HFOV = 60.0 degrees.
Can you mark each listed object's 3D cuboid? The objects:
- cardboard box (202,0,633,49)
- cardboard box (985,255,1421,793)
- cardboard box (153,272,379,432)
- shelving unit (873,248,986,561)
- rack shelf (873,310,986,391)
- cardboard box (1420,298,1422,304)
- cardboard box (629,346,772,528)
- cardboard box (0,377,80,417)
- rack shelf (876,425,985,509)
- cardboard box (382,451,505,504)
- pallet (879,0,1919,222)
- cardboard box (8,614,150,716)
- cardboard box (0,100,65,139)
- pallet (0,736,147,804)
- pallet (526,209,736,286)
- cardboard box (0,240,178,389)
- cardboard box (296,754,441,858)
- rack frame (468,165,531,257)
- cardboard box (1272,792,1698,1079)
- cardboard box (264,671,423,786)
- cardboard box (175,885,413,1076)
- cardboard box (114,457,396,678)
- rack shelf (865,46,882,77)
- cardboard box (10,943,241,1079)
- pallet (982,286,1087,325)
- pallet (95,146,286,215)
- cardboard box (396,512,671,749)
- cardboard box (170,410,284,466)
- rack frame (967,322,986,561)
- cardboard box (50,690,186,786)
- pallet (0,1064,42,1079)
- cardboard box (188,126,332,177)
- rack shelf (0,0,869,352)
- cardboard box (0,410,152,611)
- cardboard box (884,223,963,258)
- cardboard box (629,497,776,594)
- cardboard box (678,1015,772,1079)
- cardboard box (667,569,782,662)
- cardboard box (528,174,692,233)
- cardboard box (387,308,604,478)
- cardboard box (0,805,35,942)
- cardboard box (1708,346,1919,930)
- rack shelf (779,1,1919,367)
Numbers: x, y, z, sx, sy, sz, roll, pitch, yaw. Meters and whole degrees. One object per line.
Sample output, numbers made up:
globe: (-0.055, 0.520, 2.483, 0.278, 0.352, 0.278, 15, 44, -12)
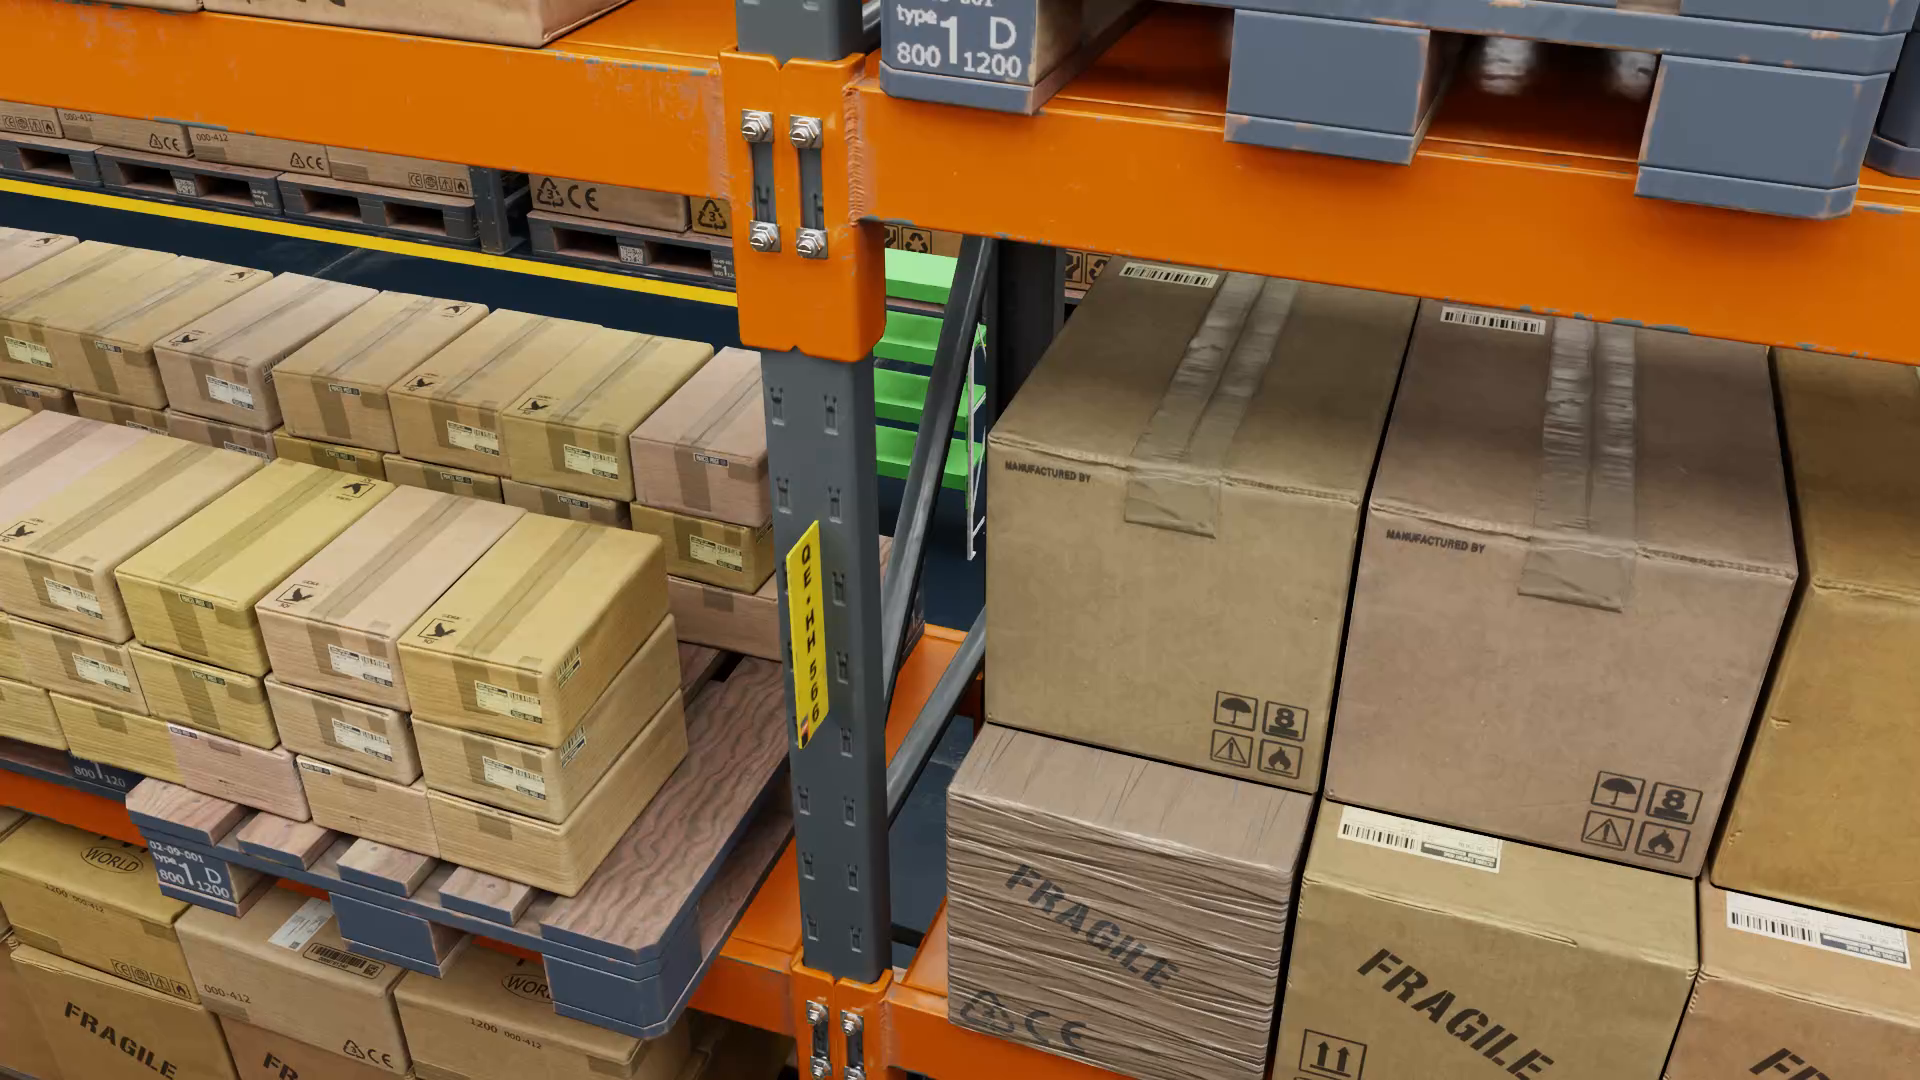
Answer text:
cardboard box: (-0.656, -0.970, 2.129, 0.500, 0.500, 0.500, 11, 34, 16)
cardboard box: (0.387, -0.068, 2.575, 0.500, 0.500, 0.700, 11, 34, 16)
cardboard box: (-1.390, -0.389, 3.384, 0.250, 0.149, 0.380, 13, 35, 19)
shelving unit: (-0.156, -0.534, 5.971, 0.503, 1.200, 0.258, 11, 34, 16)
rack shelf: (-0.156, -0.682, 5.876, 0.480, 0.148, 0.258, 11, 34, 16)
cardboard box: (2.071, -1.203, 7.383, 0.625, 0.372, 0.950, 9, 34, 13)
cardboard box: (-0.406, -0.198, 3.087, 0.250, 0.149, 0.380, 11, 34, 17)
cardboard box: (-1.888, -0.362, 3.615, 0.250, 0.149, 0.380, 12, 35, 18)
rack shelf: (-0.156, -0.279, 6.136, 0.480, 0.148, 0.258, 11, 34, 16)
cardboard box: (-0.928, -0.175, 3.326, 0.250, 0.149, 0.380, 10, 34, 15)
pallet: (0.592, -0.783, 2.106, 1.003, 0.211, 1.213, 13, 35, 19)
cardboard box: (-1.387, 0.113, 2.880, 0.250, 0.149, 0.380, 11, 34, 17)
cardboard box: (-5.334, -2.733, 9.693, 0.875, 0.438, 0.875, 10, 34, 15)
pallet: (-1.910, 0.046, 3.590, 1.213, 0.211, 1.003, 11, 34, 16)
pallet: (-1.471, -1.697, 8.683, 1.213, 0.211, 1.003, 11, 34, 16)
cardboard box: (-1.873, -0.484, 3.531, 0.250, 0.149, 0.380, 11, 34, 16)
cardboard box: (-0.885, 0.334, 2.811, 0.250, 0.149, 0.380, 11, 34, 16)
rack frame: (-2.223, -2.971, 8.086, 0.127, 3.000, 1.000, 11, 34, 16)
cardboard box: (0.779, 0.577, 2.499, 0.500, 0.500, 0.500, 11, 34, 16)
cardboard box: (-0.903, 0.205, 2.737, 0.250, 0.149, 0.380, 12, 35, 18)
cardboard box: (-1.244, 0.788, 3.491, 0.500, 0.250, 0.500, 11, 35, 17)
cardboard box: (-1.131, 0.036, 2.725, 0.250, 0.149, 0.380, 12, 35, 18)
rack shelf: (-0.340, -2.303, 7.714, 4.000, 0.370, 1.077, 11, 34, 16)
cardboard box: (-1.731, 1.009, 3.840, 0.500, 0.500, 0.500, 9, 34, 14)
pallet: (0.826, -1.250, 7.992, 1.213, 0.211, 1.003, 11, 34, 16)
pallet: (-4.065, -2.201, 9.464, 1.213, 0.211, 1.003, 11, 34, 16)
cardboard box: (-0.649, 0.131, 2.578, 0.250, 0.149, 0.380, 10, 34, 15)
cardboard box: (-1.400, -0.267, 3.469, 0.250, 0.149, 0.380, 11, 34, 17)
rack frame: (0.074, -0.490, 5.902, 0.015, 1.200, 0.240, 11, 34, 16)
cardboard box: (-1.361, 0.240, 2.957, 0.250, 0.149, 0.380, 11, 34, 16)
pallet: (-1.912, 1.111, 4.335, 1.213, 0.211, 1.003, 11, 34, 16)
cardboard box: (-3.621, -2.404, 9.183, 0.875, 0.438, 0.875, 10, 34, 15)
rack shelf: (-1.915, -1.017, 2.957, 4.000, 0.370, 1.077, 11, 34, 16)
cardboard box: (-1.608, -0.058, 2.871, 0.250, 0.149, 0.380, 11, 34, 16)
cardboard box: (0.082, -1.857, 7.932, 0.875, 0.875, 0.875, 11, 35, 17)
cardboard box: (-0.420, -0.080, 3.178, 0.250, 0.149, 0.380, 13, 35, 19)
cardboard box: (-0.740, 1.194, 3.553, 0.500, 0.500, 0.500, 11, 34, 16)
cardboard box: (-0.386, 0.051, 3.249, 0.250, 0.149, 0.380, 11, 34, 16)
cardboard box: (-1.612, -2.182, 8.436, 0.875, 0.875, 0.875, 12, 35, 18)
cardboard box: (-0.885, -0.292, 3.233, 0.250, 0.149, 0.380, 11, 34, 16)
cardboard box: (-2.211, 0.596, 3.788, 0.500, 0.250, 0.500, 12, 35, 18)
cardboard box: (1.347, 0.117, 2.289, 0.500, 0.500, 0.700, 10, 34, 16)
rack shelf: (1.850, -0.285, 1.823, 4.000, 0.370, 1.077, 11, 34, 16)
